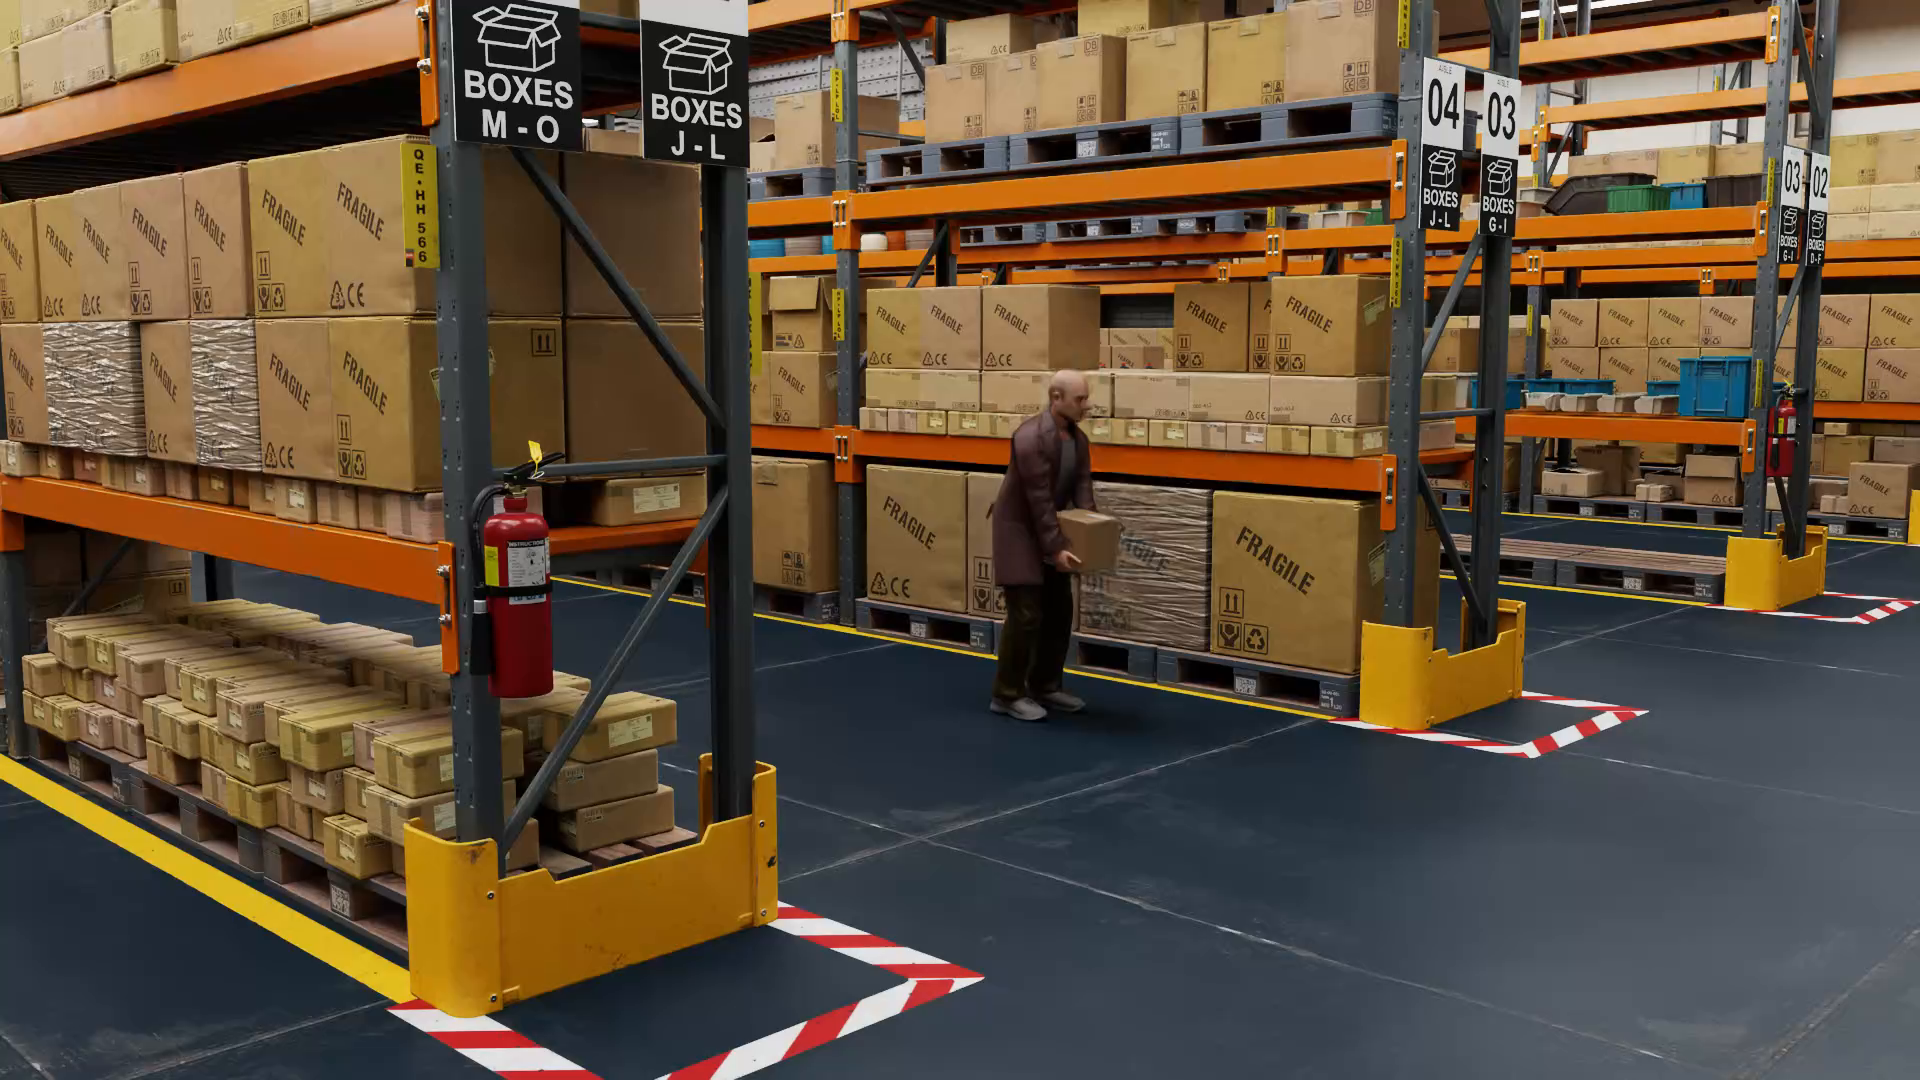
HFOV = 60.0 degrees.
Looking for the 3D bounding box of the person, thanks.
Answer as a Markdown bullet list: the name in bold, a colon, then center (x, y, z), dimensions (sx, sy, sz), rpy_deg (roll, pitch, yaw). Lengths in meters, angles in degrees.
- **person**: center (0.450, 0.023, 8.300), dimensions (0.605, 1.742, 0.534), rpy_deg (6, 9, 42)
